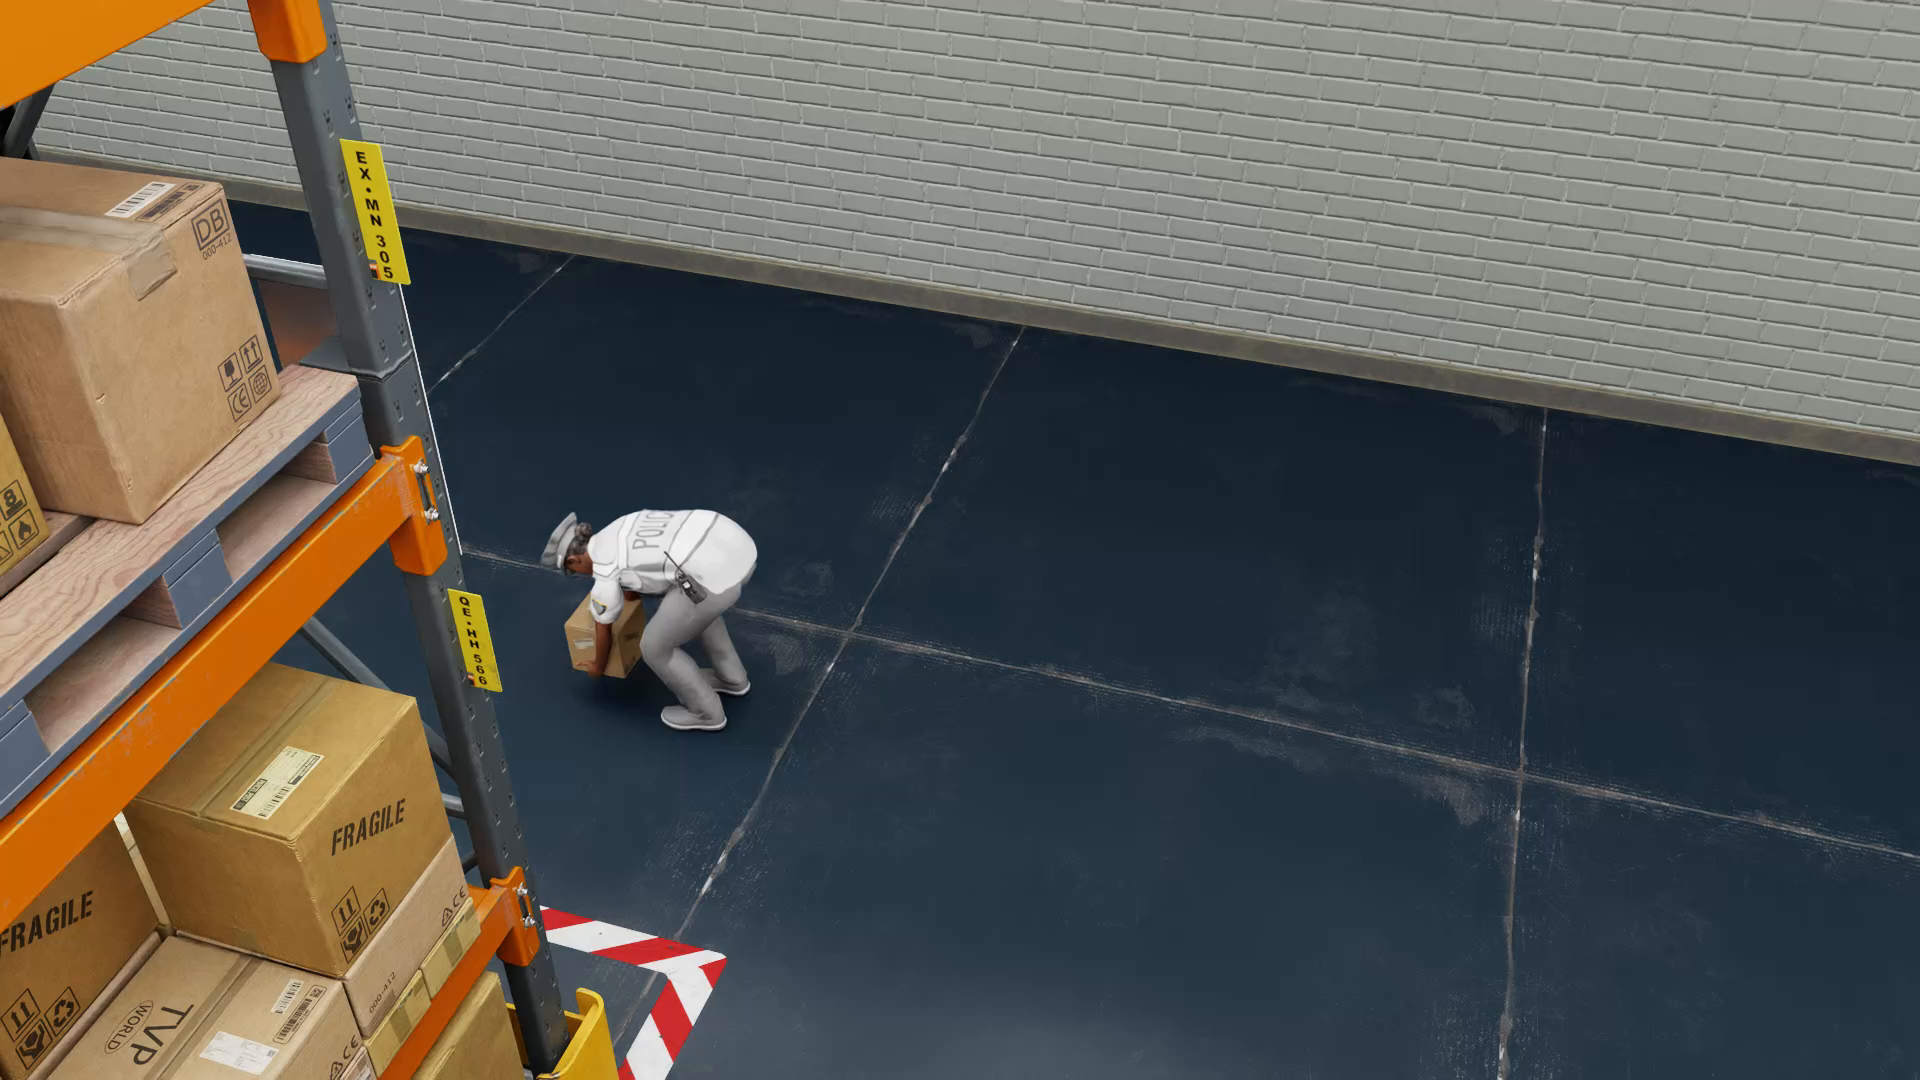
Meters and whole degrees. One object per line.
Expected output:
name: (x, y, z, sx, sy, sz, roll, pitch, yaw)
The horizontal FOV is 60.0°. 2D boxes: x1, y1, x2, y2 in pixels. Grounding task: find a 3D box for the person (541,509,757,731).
person: (-1.299, 0.301, 7.055, 0.928, 0.987, 0.449, 9, 38, 12)
